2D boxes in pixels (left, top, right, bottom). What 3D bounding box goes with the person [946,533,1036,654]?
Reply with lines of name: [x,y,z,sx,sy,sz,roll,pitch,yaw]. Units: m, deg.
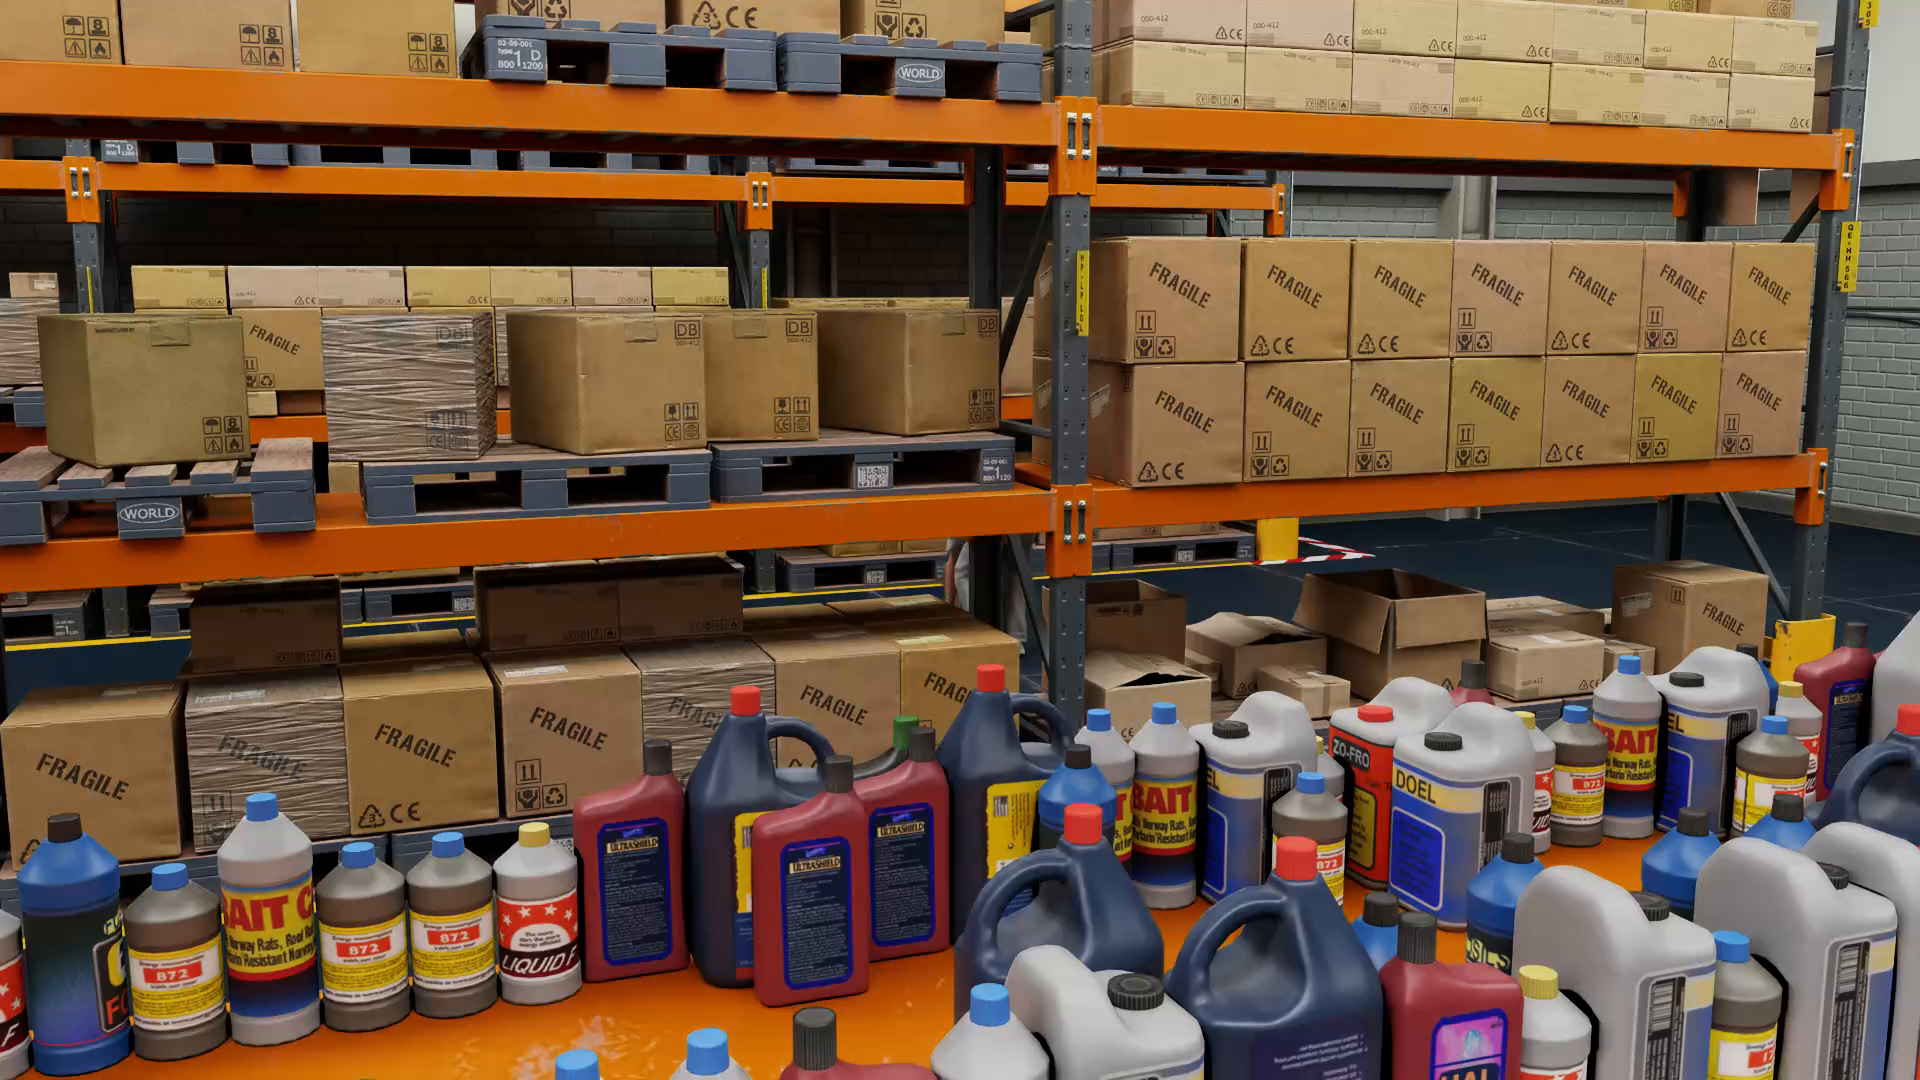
person: [0.145,0.142,9.641,0.439,0.998,0.865,-4,10,-23]
